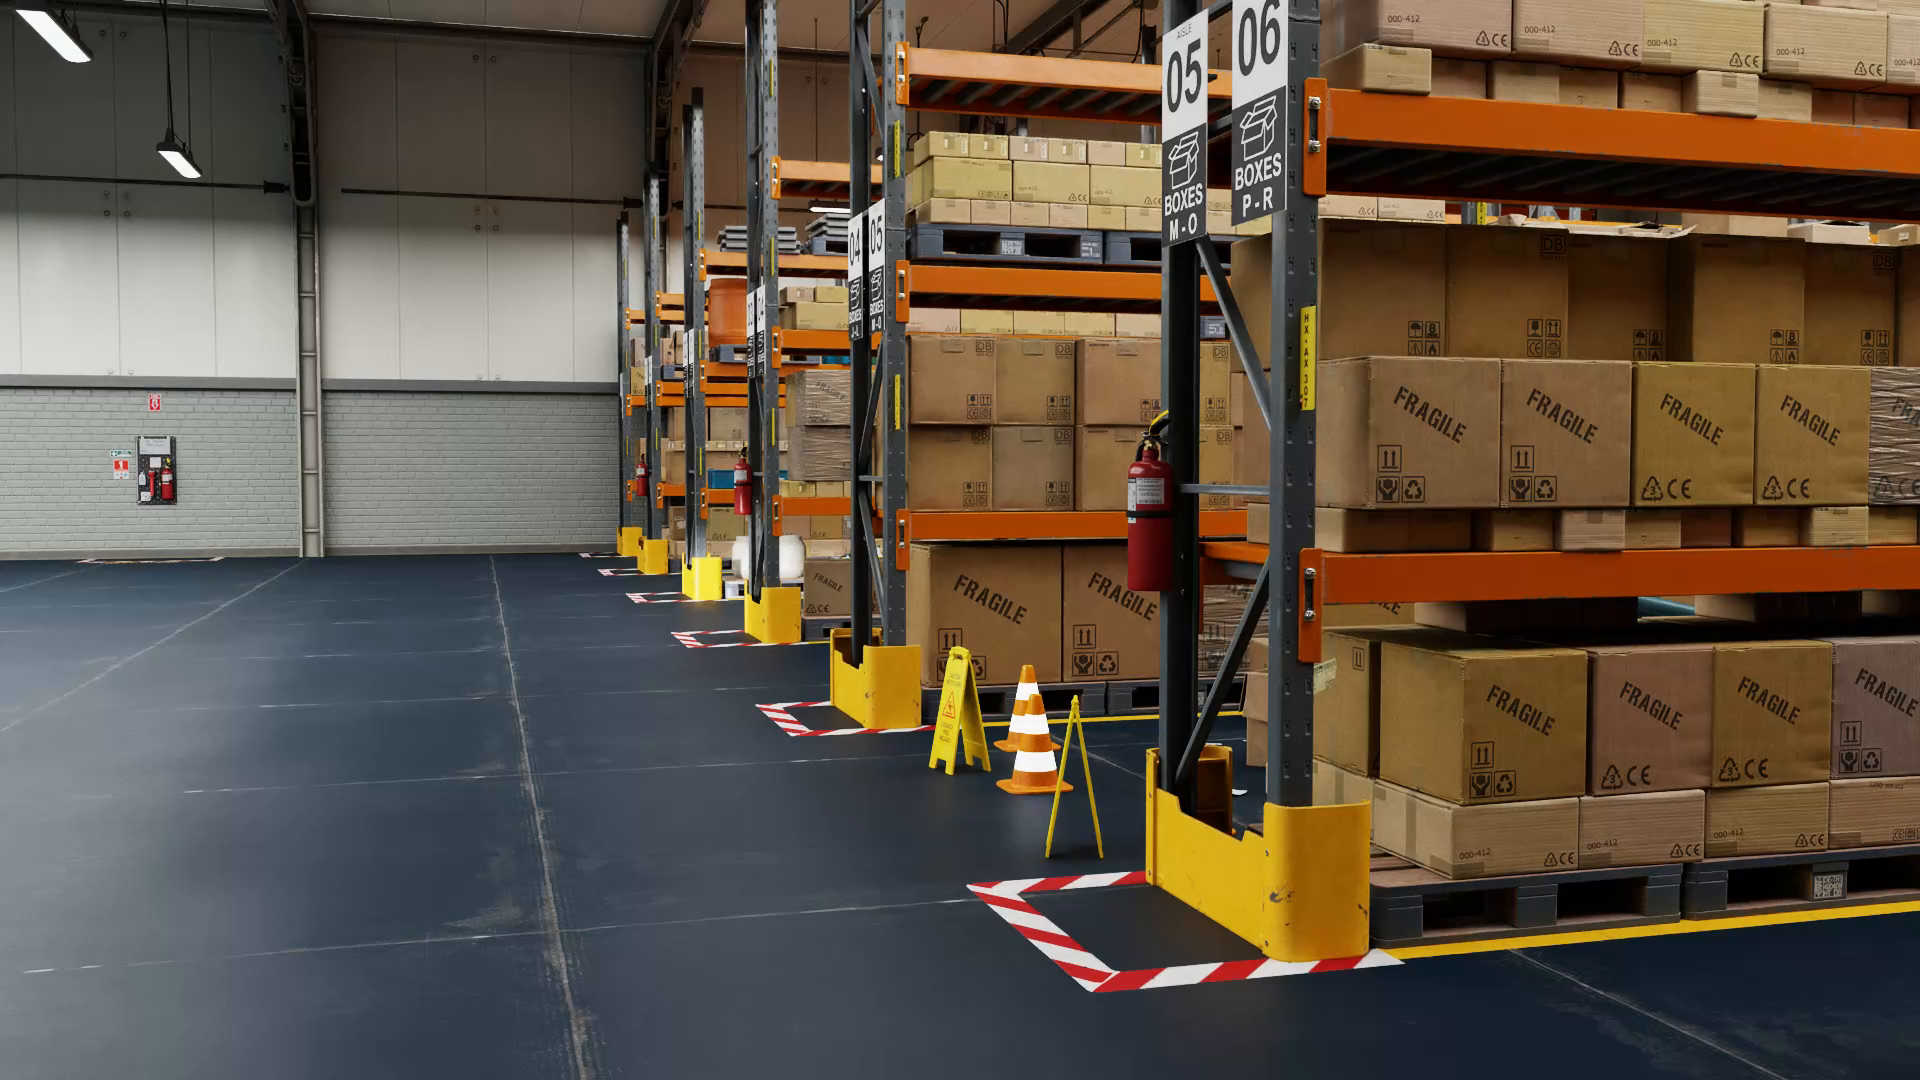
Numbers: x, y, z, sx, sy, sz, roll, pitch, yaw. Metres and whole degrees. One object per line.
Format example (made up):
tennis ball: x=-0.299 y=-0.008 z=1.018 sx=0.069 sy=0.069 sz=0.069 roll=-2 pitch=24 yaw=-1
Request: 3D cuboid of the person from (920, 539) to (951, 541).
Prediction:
person: x=-0.287 y=0.374 z=18.450 sx=0.520 sy=0.832 sz=0.966 roll=-1 pitch=3 yaw=-18
